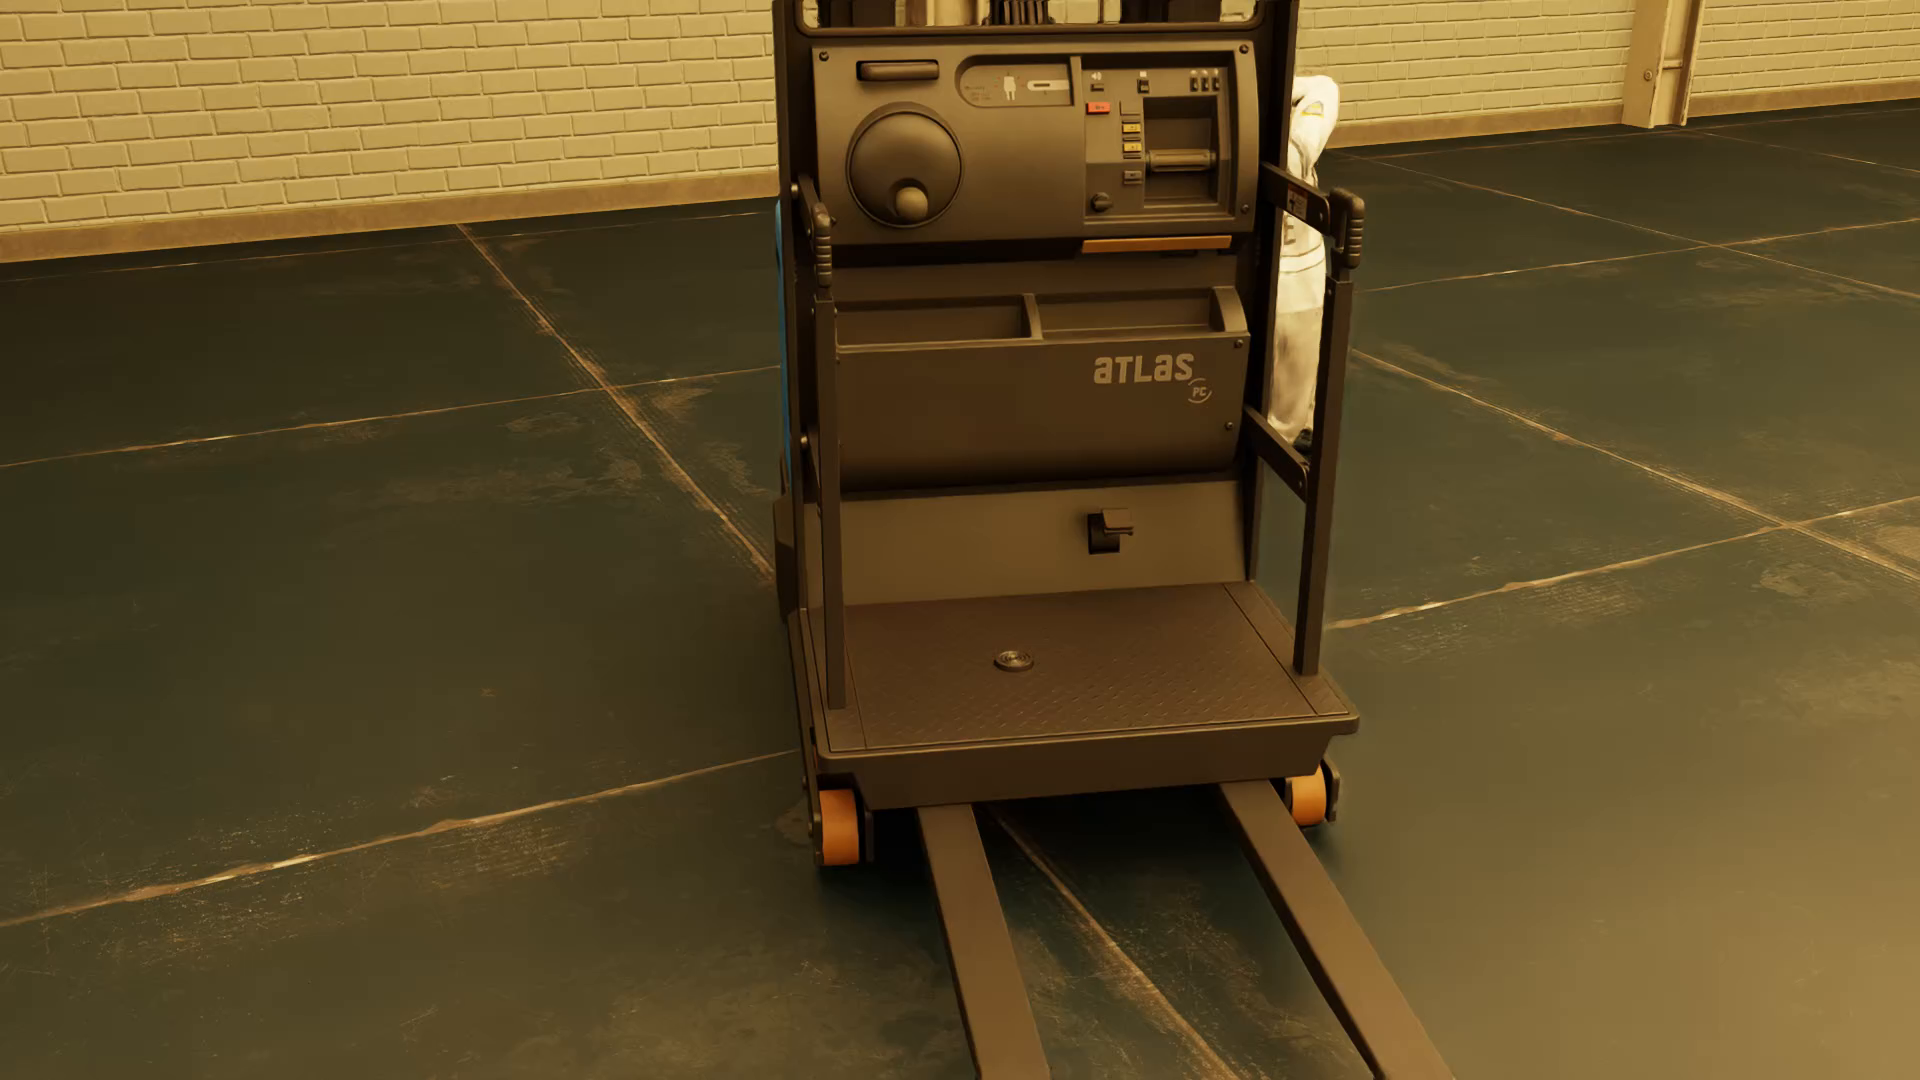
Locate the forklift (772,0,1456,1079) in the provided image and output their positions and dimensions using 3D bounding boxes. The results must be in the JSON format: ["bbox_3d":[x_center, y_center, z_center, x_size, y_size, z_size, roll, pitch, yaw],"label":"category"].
[{"bbox_3d":[0.198,-0.818,3.255,1.130,2.935,3.031,-3,23,-8],"label":"forklift"}]

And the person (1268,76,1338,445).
[{"bbox_3d":[0.819,-0.903,5.483,0.893,1.374,0.926,20,30,40],"label":"person"}]
